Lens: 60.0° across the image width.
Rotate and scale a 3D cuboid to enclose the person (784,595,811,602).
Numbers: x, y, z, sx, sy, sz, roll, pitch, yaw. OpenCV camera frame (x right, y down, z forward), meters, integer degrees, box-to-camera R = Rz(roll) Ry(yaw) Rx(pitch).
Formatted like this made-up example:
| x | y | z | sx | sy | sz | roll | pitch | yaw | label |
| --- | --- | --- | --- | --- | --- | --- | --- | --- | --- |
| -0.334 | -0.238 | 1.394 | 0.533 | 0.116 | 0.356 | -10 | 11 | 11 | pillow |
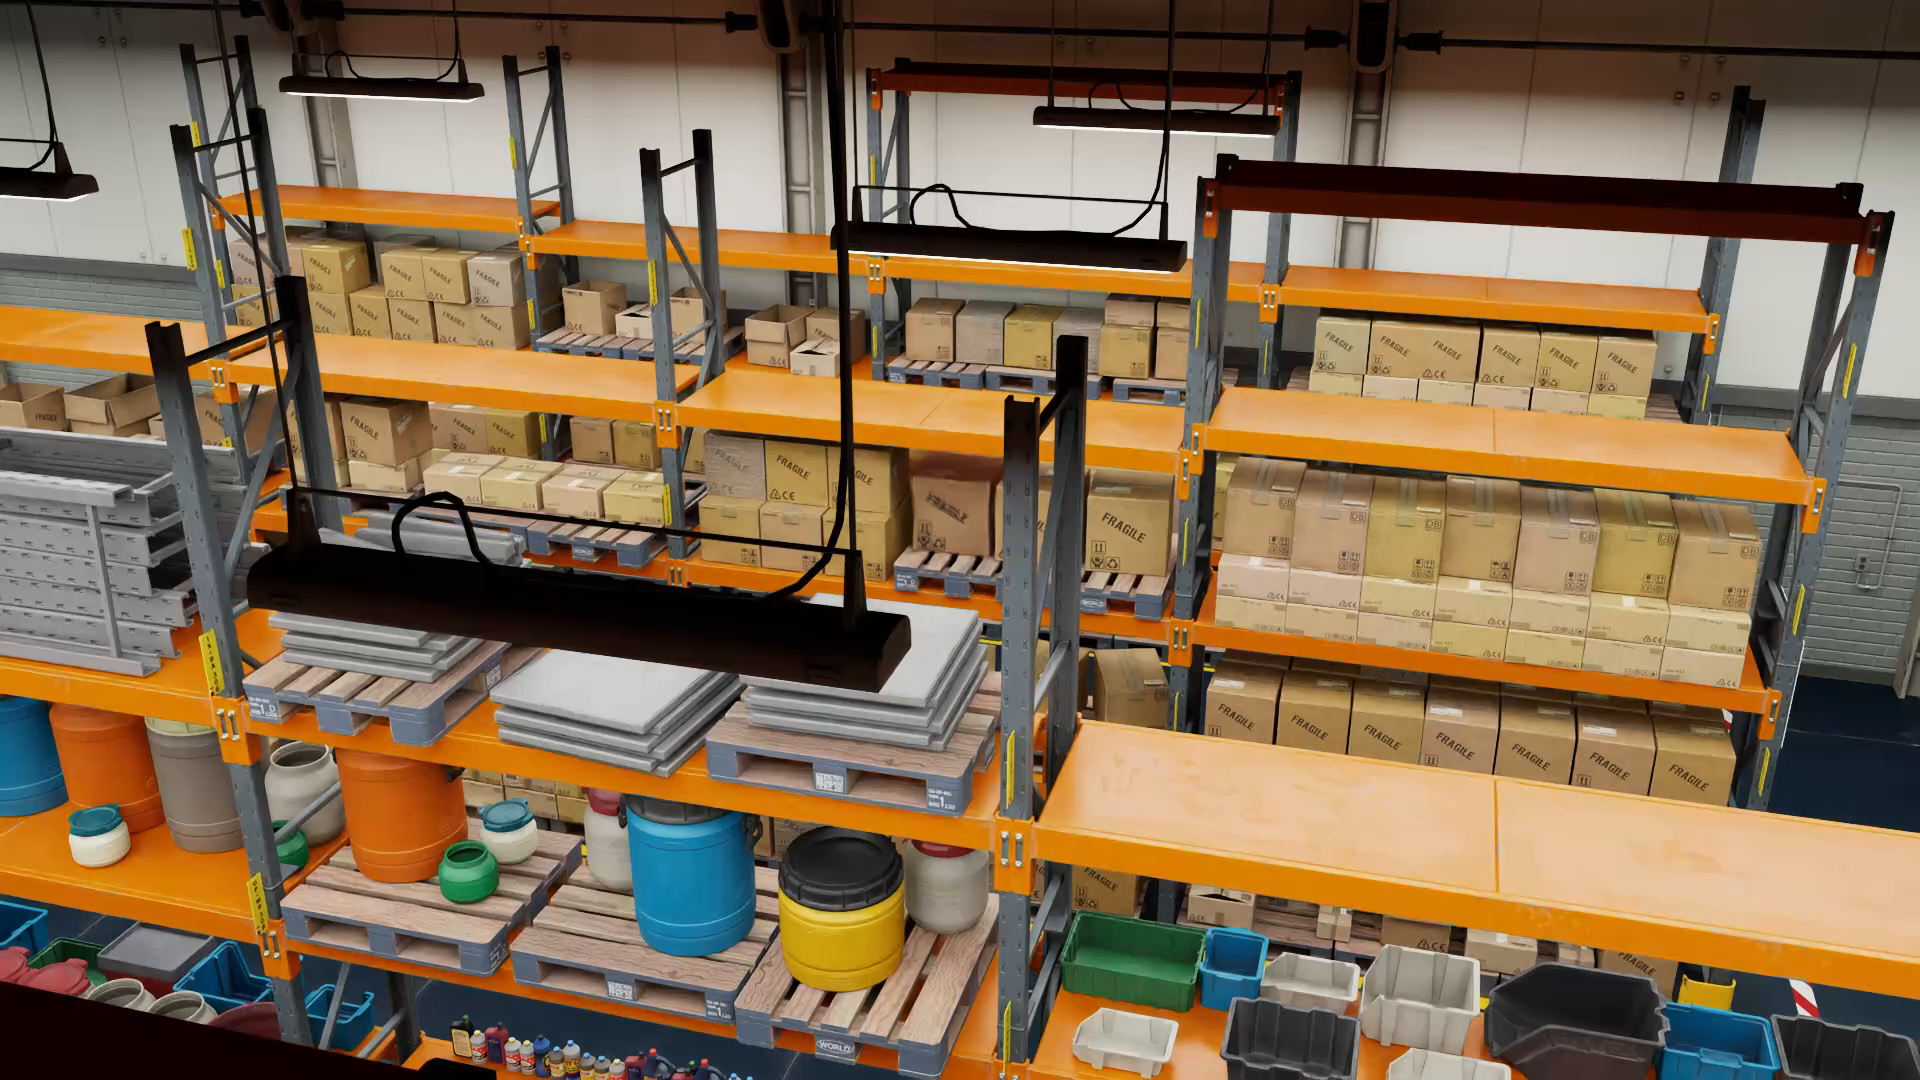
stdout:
| x | y | z | sx | sy | sz | roll | pitch | yaw | label |
| --- | --- | --- | --- | --- | --- | --- | --- | --- | --- |
| -1.558 | 1.018 | 15.622 | 0.847 | 1.577 | 0.667 | -1 | 23 | -1 | person |
